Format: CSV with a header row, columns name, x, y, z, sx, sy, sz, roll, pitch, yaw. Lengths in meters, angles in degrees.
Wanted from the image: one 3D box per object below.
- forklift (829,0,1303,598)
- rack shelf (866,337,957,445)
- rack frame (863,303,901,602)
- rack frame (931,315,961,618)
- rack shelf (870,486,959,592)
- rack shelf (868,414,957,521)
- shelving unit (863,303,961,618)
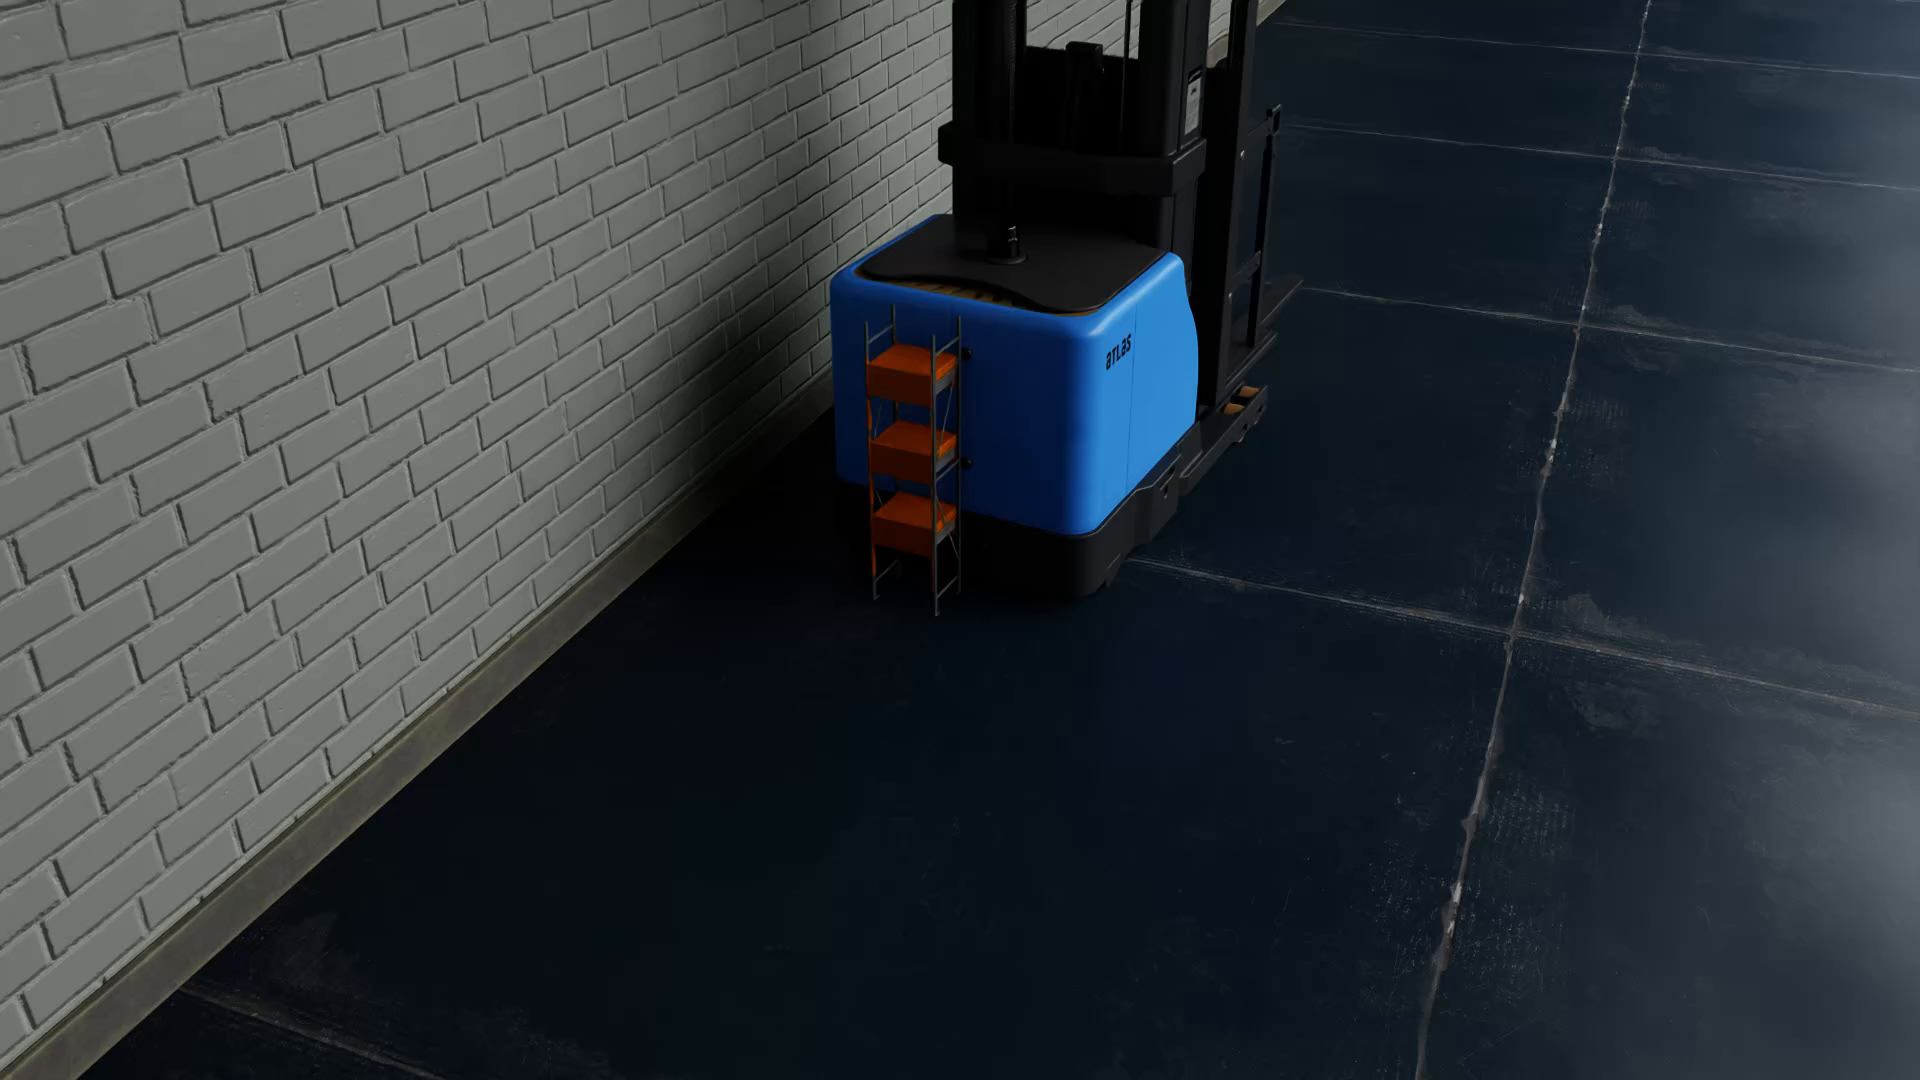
name,x,y,z,sx,sy,sz,roll,pitch,yaw
forklift,0.663,-1.774,6.410,1.130,2.935,3.031,14,32,24
rack shelf,-0.154,-0.495,5.504,0.240,0.259,0.215,14,32,23
rack frame,-0.263,-0.284,5.686,0.008,1.050,0.200,14,32,23
rack frame,-0.045,-0.231,5.591,0.008,1.050,0.200,14,32,23
rack shelf,-0.154,-0.006,5.781,0.240,0.259,0.215,14,32,23
rack shelf,-0.154,-0.248,5.644,0.240,0.259,0.215,14,32,23
shelving unit,-0.154,-0.258,5.639,0.252,1.050,0.215,14,32,23
